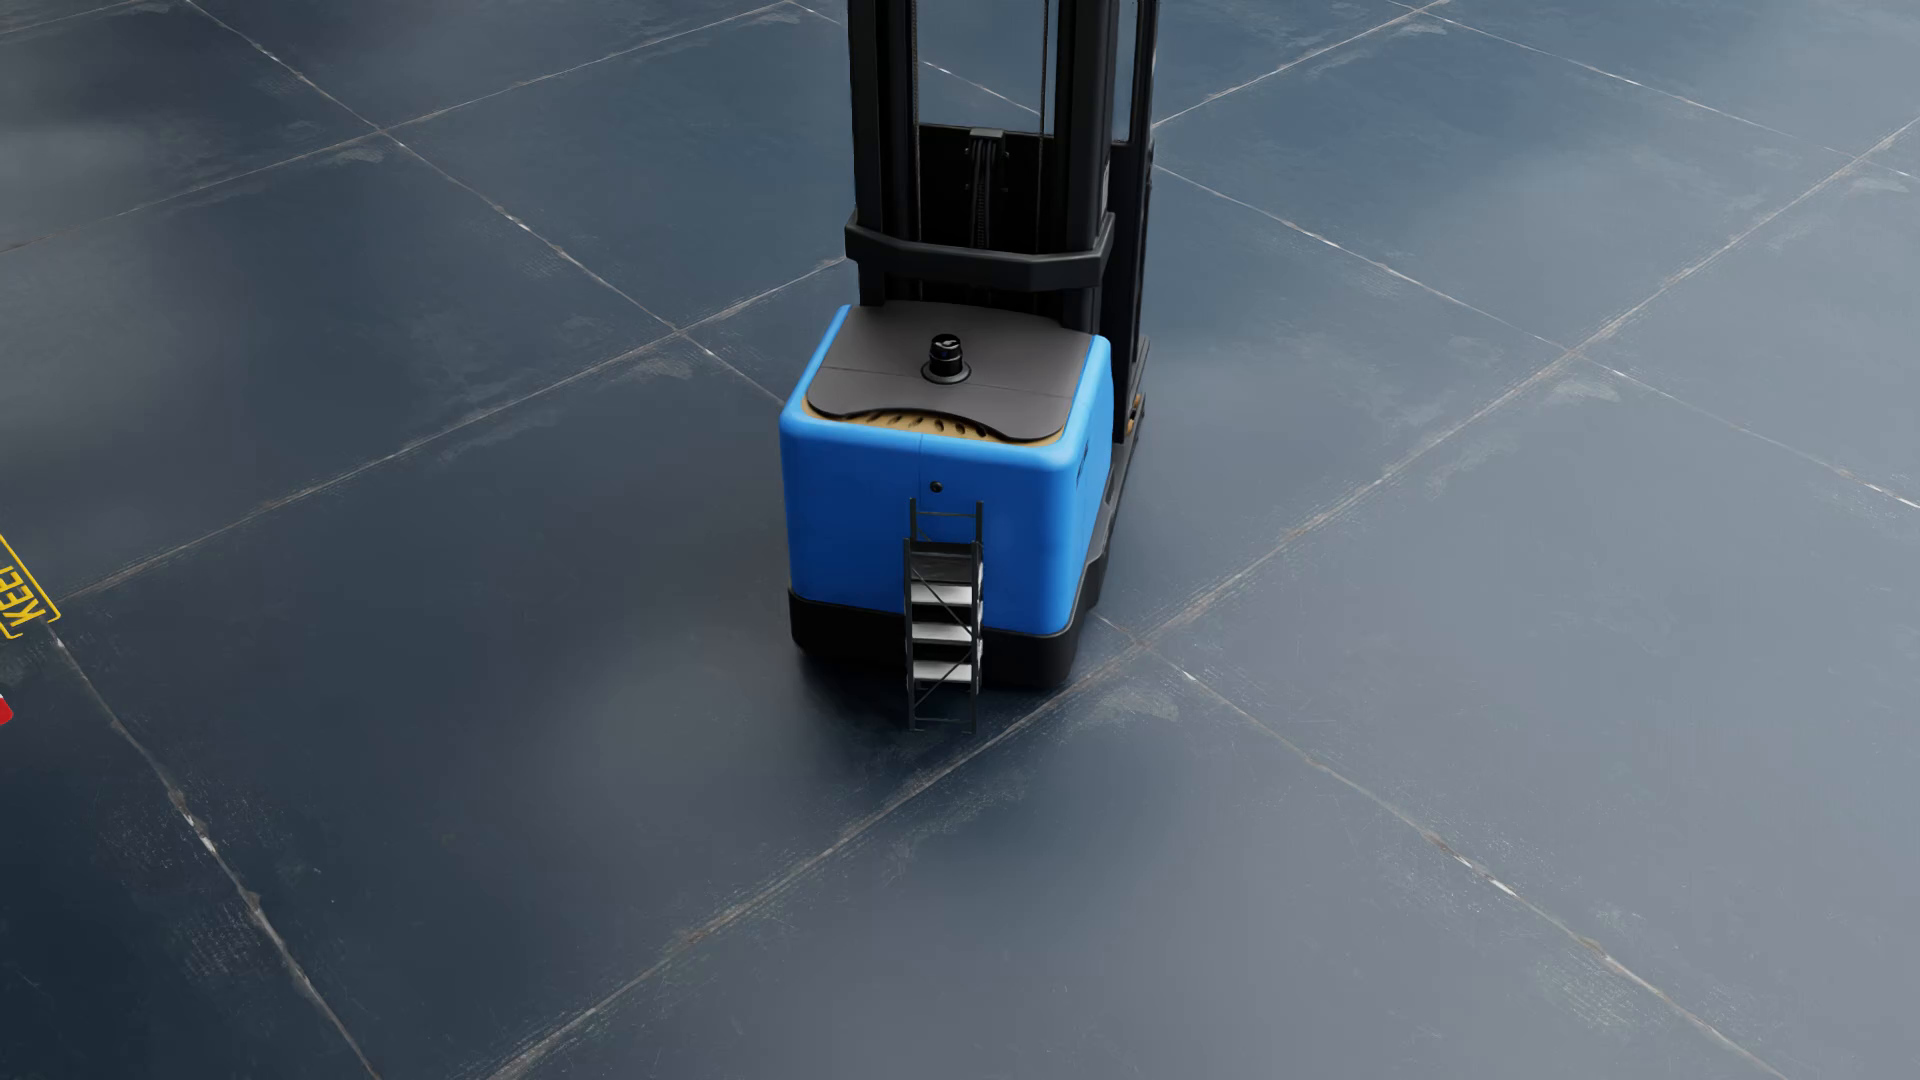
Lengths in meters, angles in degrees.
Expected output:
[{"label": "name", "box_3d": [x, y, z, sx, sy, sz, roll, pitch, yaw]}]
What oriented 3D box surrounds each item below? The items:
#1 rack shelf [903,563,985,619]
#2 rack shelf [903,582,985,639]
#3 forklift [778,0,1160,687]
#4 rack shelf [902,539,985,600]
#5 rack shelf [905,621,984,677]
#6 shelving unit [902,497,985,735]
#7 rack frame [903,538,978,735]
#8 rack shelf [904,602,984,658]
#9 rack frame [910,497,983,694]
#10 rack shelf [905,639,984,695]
[{"label": "rack shelf", "box_3d": [-0.053, 0.164, 5.592, 0.258, 0.077, 0.200, 3, 41, 4]}, {"label": "rack shelf", "box_3d": [-0.053, 0.232, 5.651, 0.258, 0.077, 0.200, 3, 41, 4]}, {"label": "forklift", "box_3d": [0.201, -1.543, 6.328, 1.130, 2.935, 3.031, 8, 40, 10]}, {"label": "rack shelf", "box_3d": [-0.053, 0.096, 5.533, 0.258, 0.077, 0.200, 3, 41, 4]}, {"label": "rack shelf", "box_3d": [-0.052, 0.369, 5.768, 0.258, 0.077, 0.200, 3, 41, 4]}, {"label": "shelving unit", "box_3d": [-0.053, 0.275, 5.688, 0.258, 0.900, 0.210, 3, 41, 4]}, {"label": "rack frame", "box_3d": [-0.061, 0.341, 5.611, 0.240, 0.900, 0.006, 3, 41, 4]}, {"label": "rack shelf", "box_3d": [-0.053, 0.301, 5.709, 0.258, 0.077, 0.200, 3, 41, 4]}, {"label": "rack frame", "box_3d": [-0.044, 0.209, 5.764, 0.240, 0.900, 0.006, 3, 41, 4]}, {"label": "rack shelf", "box_3d": [-0.052, 0.437, 5.827, 0.258, 0.077, 0.200, 3, 41, 4]}]
